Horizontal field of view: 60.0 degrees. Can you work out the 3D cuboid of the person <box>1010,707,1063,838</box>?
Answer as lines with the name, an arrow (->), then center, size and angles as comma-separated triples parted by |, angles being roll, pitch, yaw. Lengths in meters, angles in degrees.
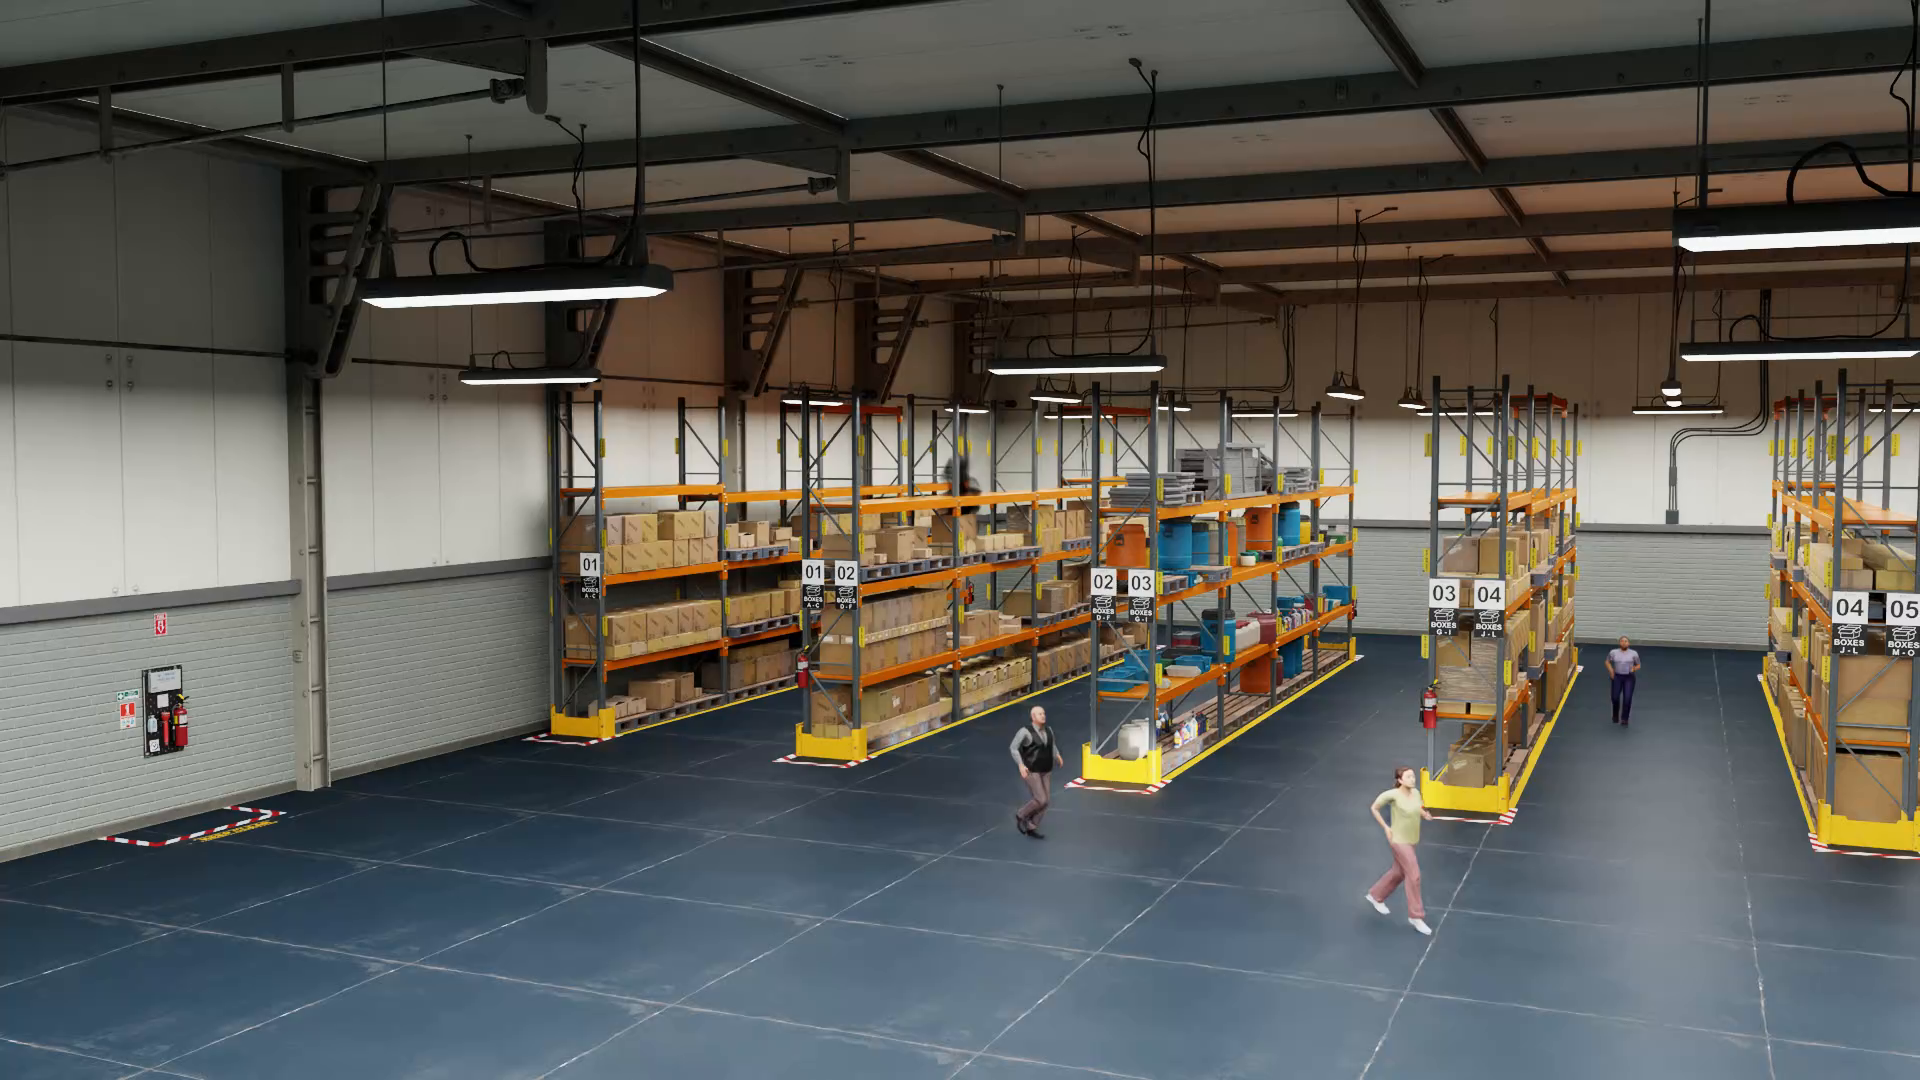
person -> 1.019, 2.980, 21.341 | 0.672, 1.689, 0.571 | -3, 4, -41

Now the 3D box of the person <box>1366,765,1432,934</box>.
person -> 4.668, 3.199, 17.474 | 0.555, 1.703, 0.845 | -2, 4, -36

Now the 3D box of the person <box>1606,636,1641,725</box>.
person -> 11.938, 2.541, 29.945 | 0.593, 1.595, 0.557 | 1, 3, 21
